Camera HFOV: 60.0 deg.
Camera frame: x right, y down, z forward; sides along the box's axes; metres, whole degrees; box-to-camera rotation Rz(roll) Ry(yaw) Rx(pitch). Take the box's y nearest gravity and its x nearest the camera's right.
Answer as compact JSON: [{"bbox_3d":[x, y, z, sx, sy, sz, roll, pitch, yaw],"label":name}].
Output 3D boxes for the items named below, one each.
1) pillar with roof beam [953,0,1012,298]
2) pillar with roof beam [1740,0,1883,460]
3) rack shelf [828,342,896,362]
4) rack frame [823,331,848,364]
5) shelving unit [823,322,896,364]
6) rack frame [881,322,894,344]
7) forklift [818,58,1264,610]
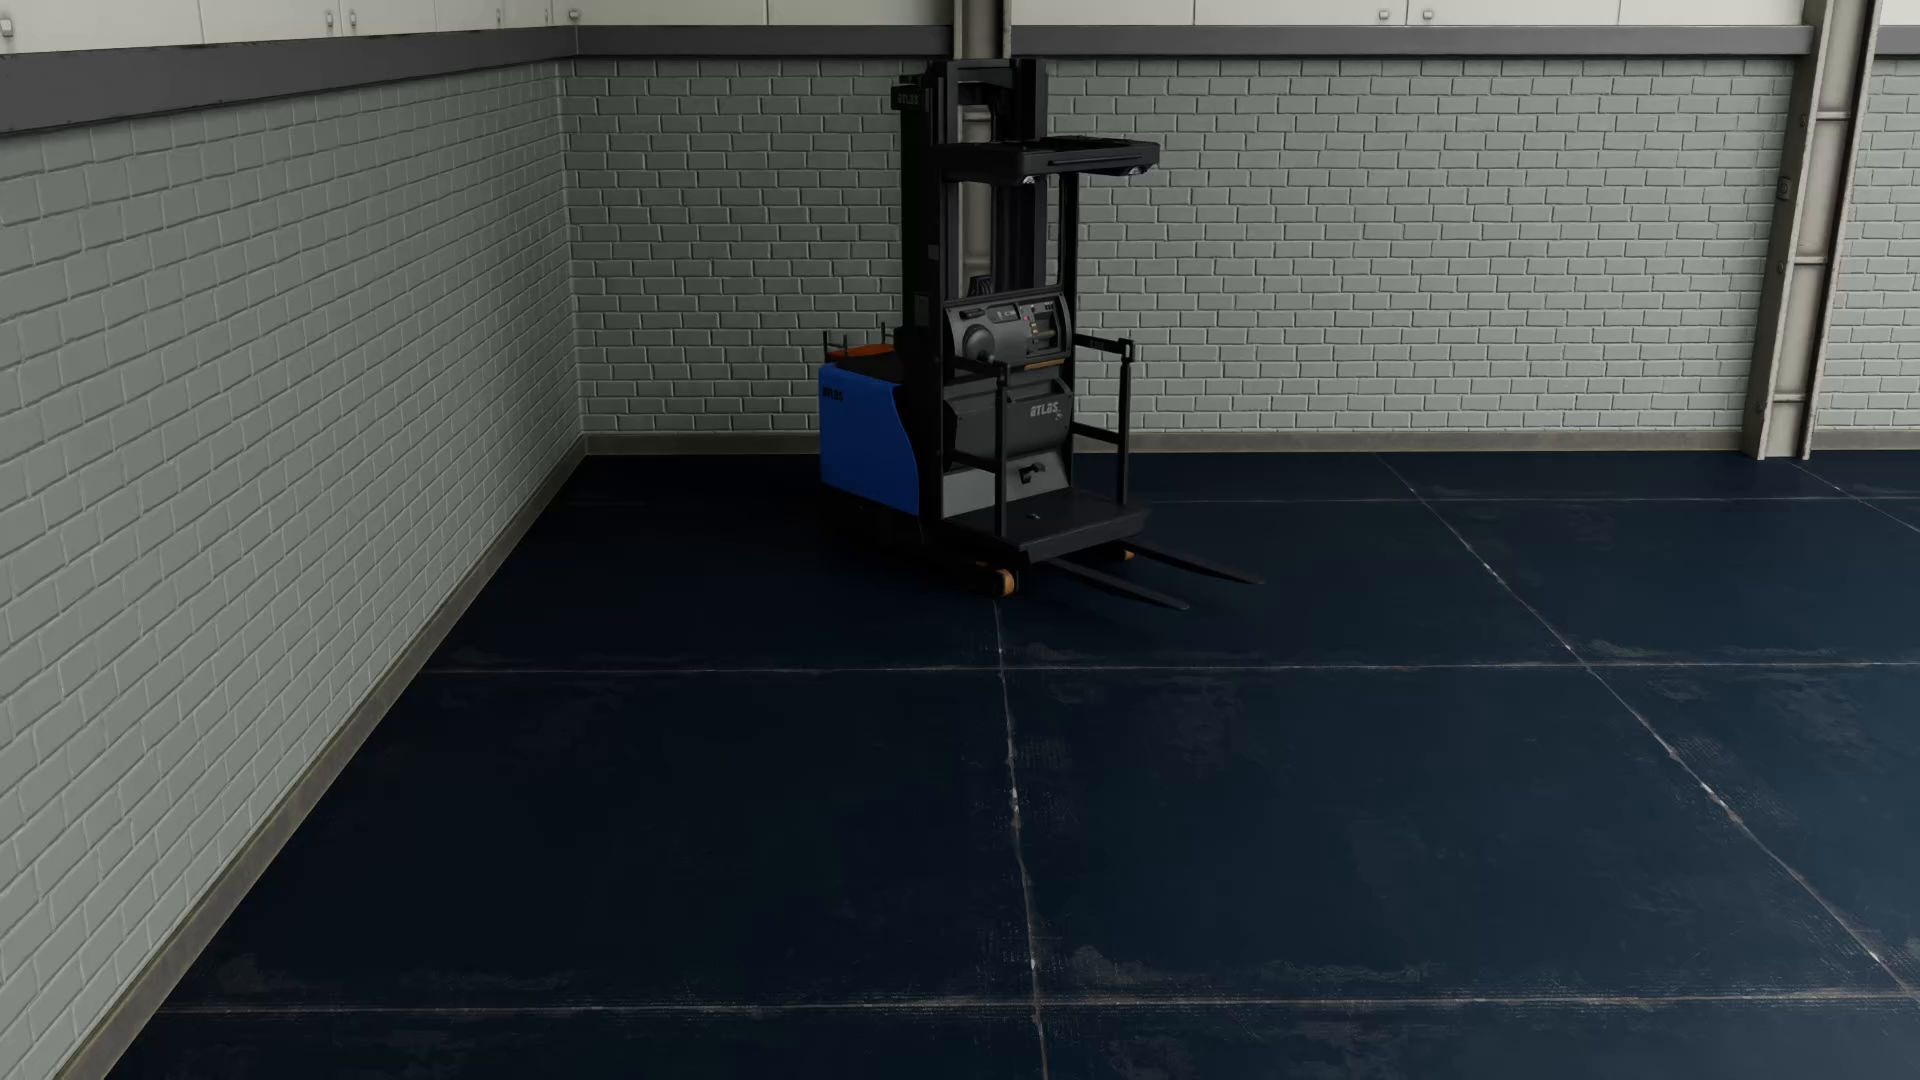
[{"bbox_3d":[0.218,-3.590,7.007,0.400,9.000,9.100,0,18,-1],"label":"pillar with roof beam"},{"bbox_3d":[6.217,-3.619,7.097,0.400,9.000,9.100,0,18,-1],"label":"pillar with roof beam"},{"bbox_3d":[-0.624,-1.195,11.010,0.480,0.148,0.258,-15,22,-39],"label":"rack shelf"},{"bbox_3d":[-0.800,-0.769,10.970,0.015,1.200,0.240,-15,22,-39],"label":"rack frame"},{"bbox_3d":[-0.617,-0.818,11.123,0.503,1.200,0.258,-15,22,-39],"label":"shelving unit"},{"bbox_3d":[-0.434,-0.868,11.276,0.015,1.200,0.240,-15,22,-39],"label":"rack frame"},{"bbox_3d":[0.430,-1.238,9.609,1.130,2.935,3.031,-15,23,-38],"label":"forklift"}]
